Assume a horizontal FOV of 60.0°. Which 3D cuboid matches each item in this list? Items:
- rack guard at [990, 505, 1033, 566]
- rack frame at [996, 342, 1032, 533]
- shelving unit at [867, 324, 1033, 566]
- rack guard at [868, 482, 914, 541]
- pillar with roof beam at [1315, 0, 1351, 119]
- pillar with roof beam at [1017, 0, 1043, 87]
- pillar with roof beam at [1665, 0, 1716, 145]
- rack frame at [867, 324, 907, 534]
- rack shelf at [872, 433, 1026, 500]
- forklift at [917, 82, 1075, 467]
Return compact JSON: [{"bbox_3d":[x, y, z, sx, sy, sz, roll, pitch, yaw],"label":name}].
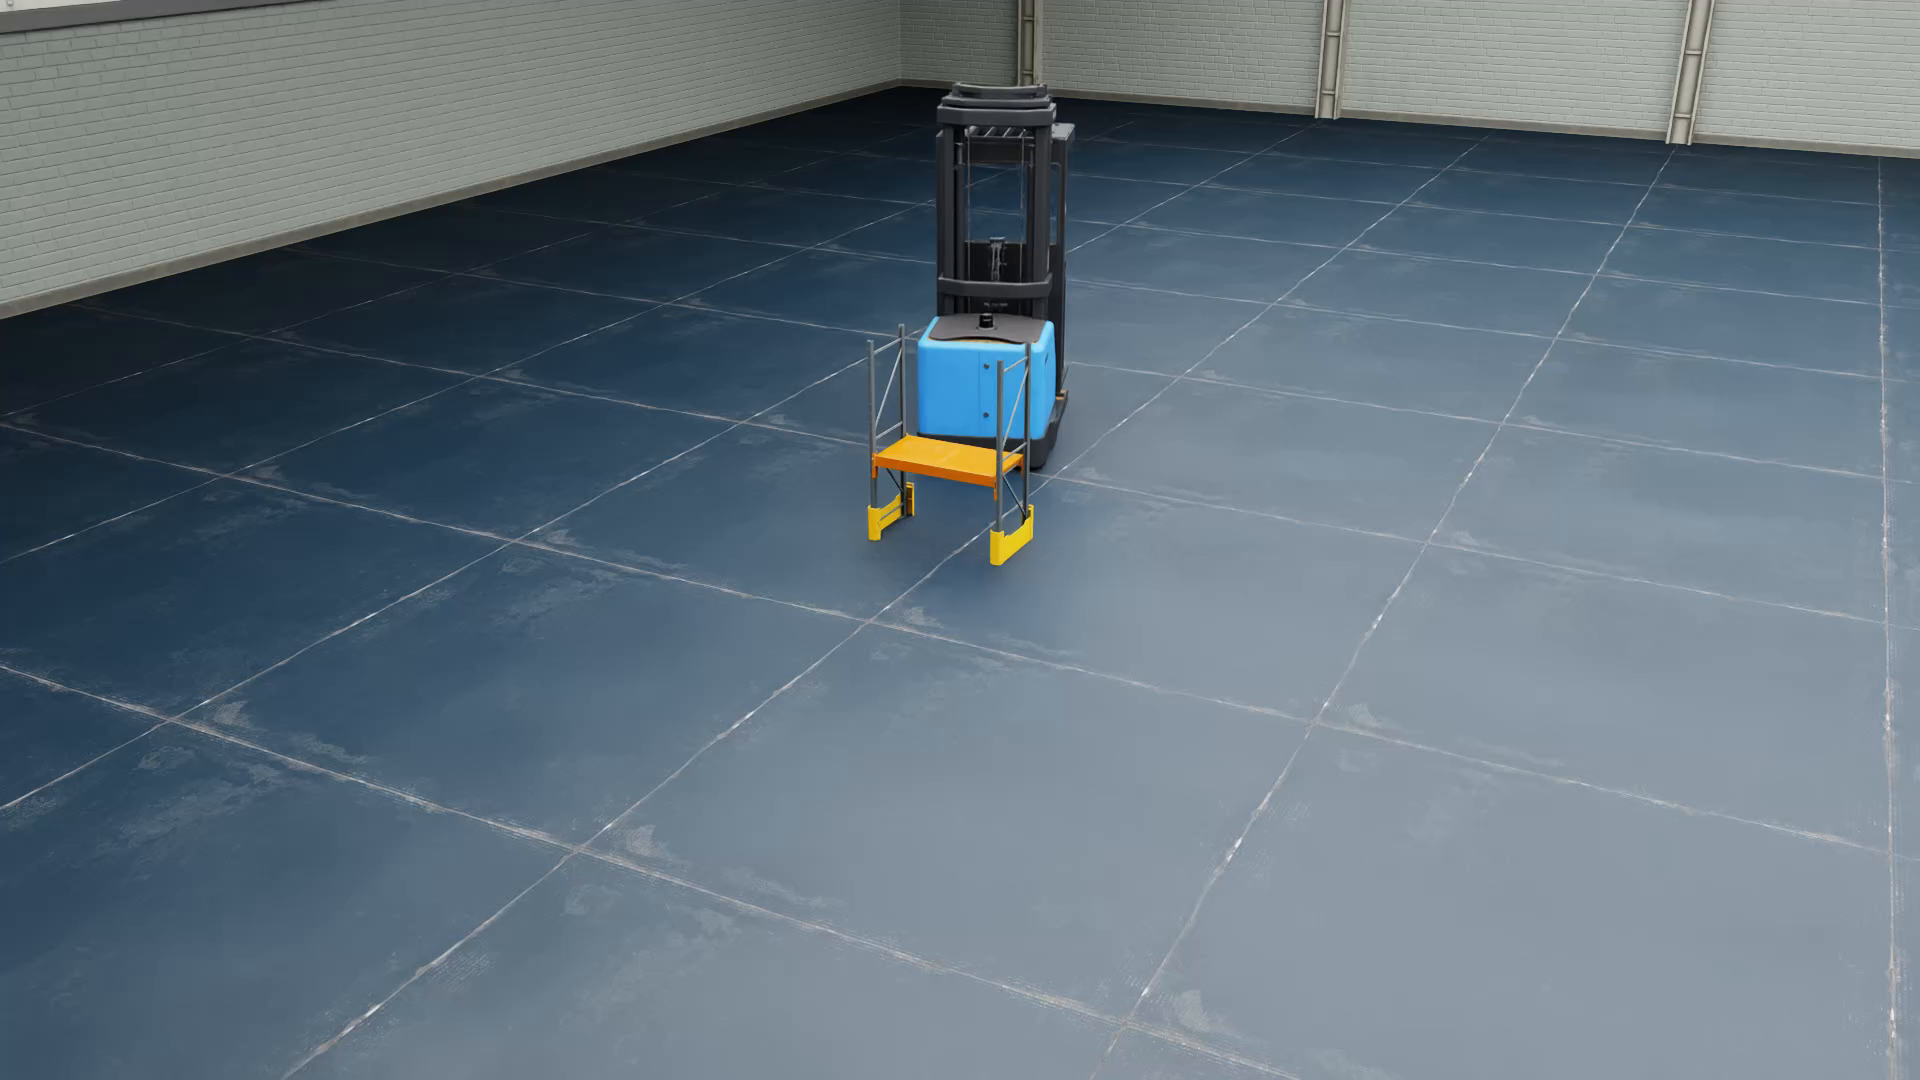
[{"bbox_3d":[0.376,-0.041,12.026,0.087,0.250,0.587,11,25,25],"label":"rack guard"},{"bbox_3d":[0.378,-0.615,11.781,0.032,1.500,0.500,11,25,25],"label":"rack frame"},{"bbox_3d":[-0.068,-0.704,11.988,1.083,1.500,0.587,11,25,25],"label":"shelving unit"},{"bbox_3d":[-0.512,-0.216,12.440,0.087,0.250,0.587,11,25,25],"label":"rack guard"},{"bbox_3d":[4.785,-10.374,25.145,0.400,9.000,9.100,11,25,25],"label":"pillar with roof beam"},{"bbox_3d":[-0.569,-11.433,27.636,0.400,9.000,9.100,11,25,25],"label":"pillar with roof beam"},{"bbox_3d":[10.140,-9.314,22.654,0.400,9.000,9.100,11,25,25],"label":"pillar with roof beam"},{"bbox_3d":[-0.530,-0.795,12.203,0.032,1.500,0.500,11,25,25],"label":"rack frame"},{"bbox_3d":[-0.076,-0.540,12.062,1.000,0.185,0.538,11,25,25],"label":"rack shelf"},{"bbox_3d":[0.382,-2.479,14.335,1.130,2.935,3.031,3,23,8],"label":"forklift"}]
